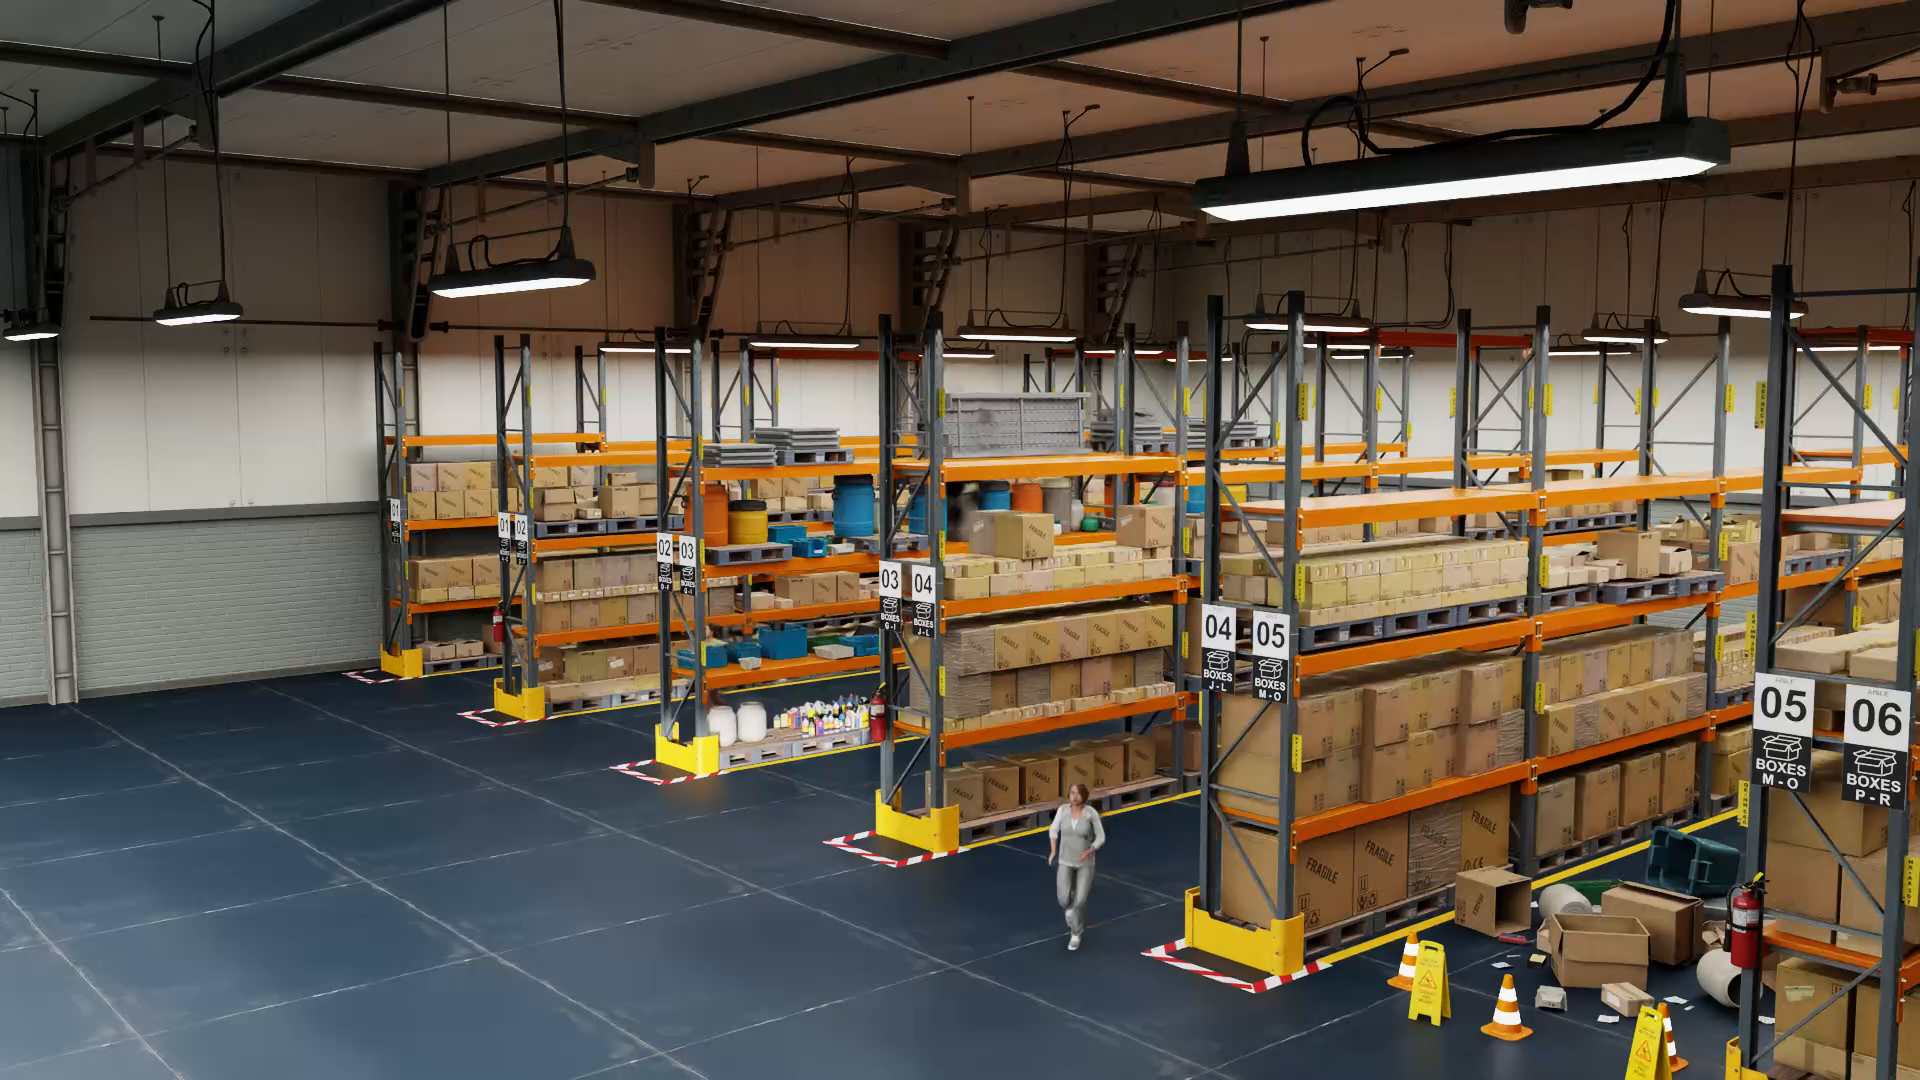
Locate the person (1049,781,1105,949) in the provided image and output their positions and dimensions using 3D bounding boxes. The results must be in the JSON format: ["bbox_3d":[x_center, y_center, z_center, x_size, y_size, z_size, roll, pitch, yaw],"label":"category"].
[{"bbox_3d":[1.067,3.005,15.384,0.544,1.560,0.500,1,5,14],"label":"person"}]

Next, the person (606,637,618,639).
[{"bbox_3d":[-6.114,1.727,29.237,0.535,1.634,0.843,5,7,41],"label":"person"}]

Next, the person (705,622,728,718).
[{"bbox_3d":[-3.696,2.078,24.846,0.738,1.725,0.559,-4,7,-38],"label":"person"}]
